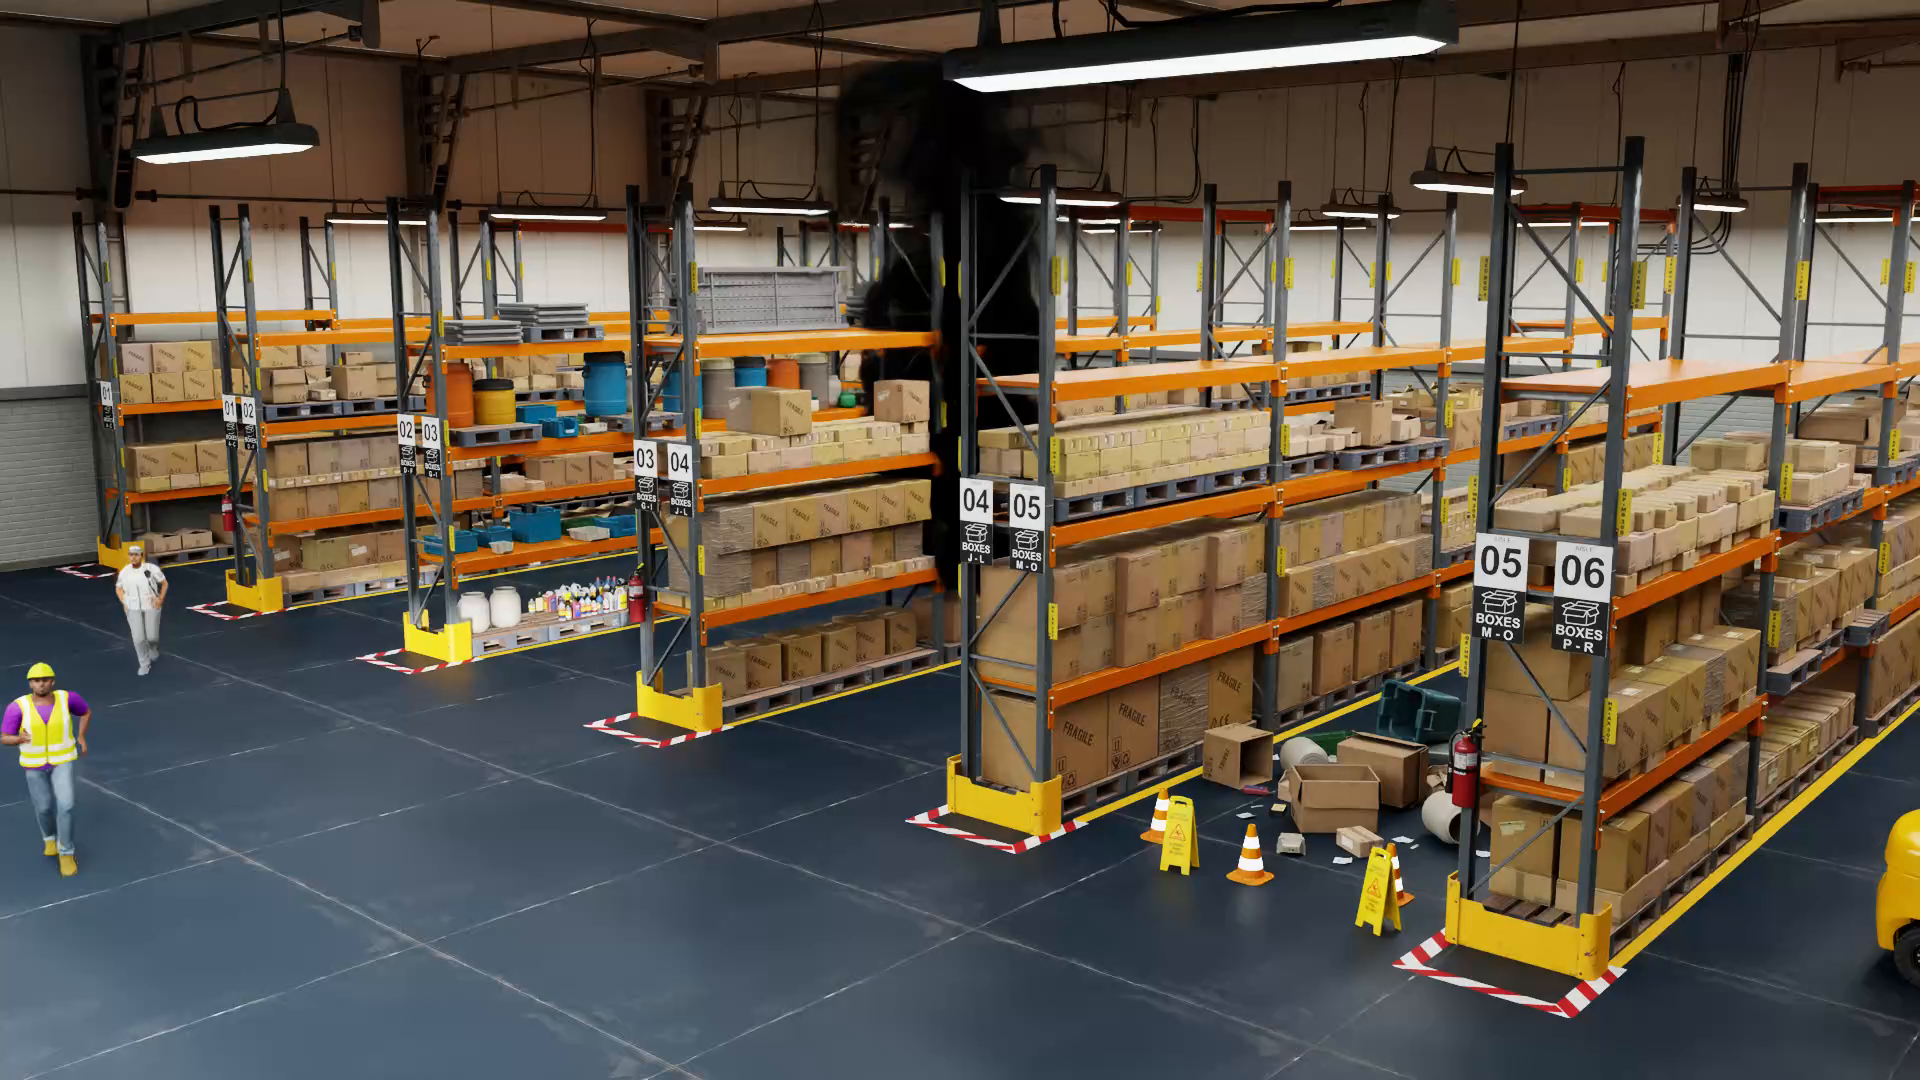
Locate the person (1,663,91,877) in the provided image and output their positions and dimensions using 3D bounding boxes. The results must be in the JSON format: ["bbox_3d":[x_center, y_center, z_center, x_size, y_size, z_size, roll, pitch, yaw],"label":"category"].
[{"bbox_3d":[-7.804,1.945,14.254,0.676,1.824,0.731,-5,11,-25],"label":"person"}]

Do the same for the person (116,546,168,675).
[{"bbox_3d":[-10.408,0.874,21.183,0.603,1.639,0.541,-3,10,-18],"label":"person"}]
